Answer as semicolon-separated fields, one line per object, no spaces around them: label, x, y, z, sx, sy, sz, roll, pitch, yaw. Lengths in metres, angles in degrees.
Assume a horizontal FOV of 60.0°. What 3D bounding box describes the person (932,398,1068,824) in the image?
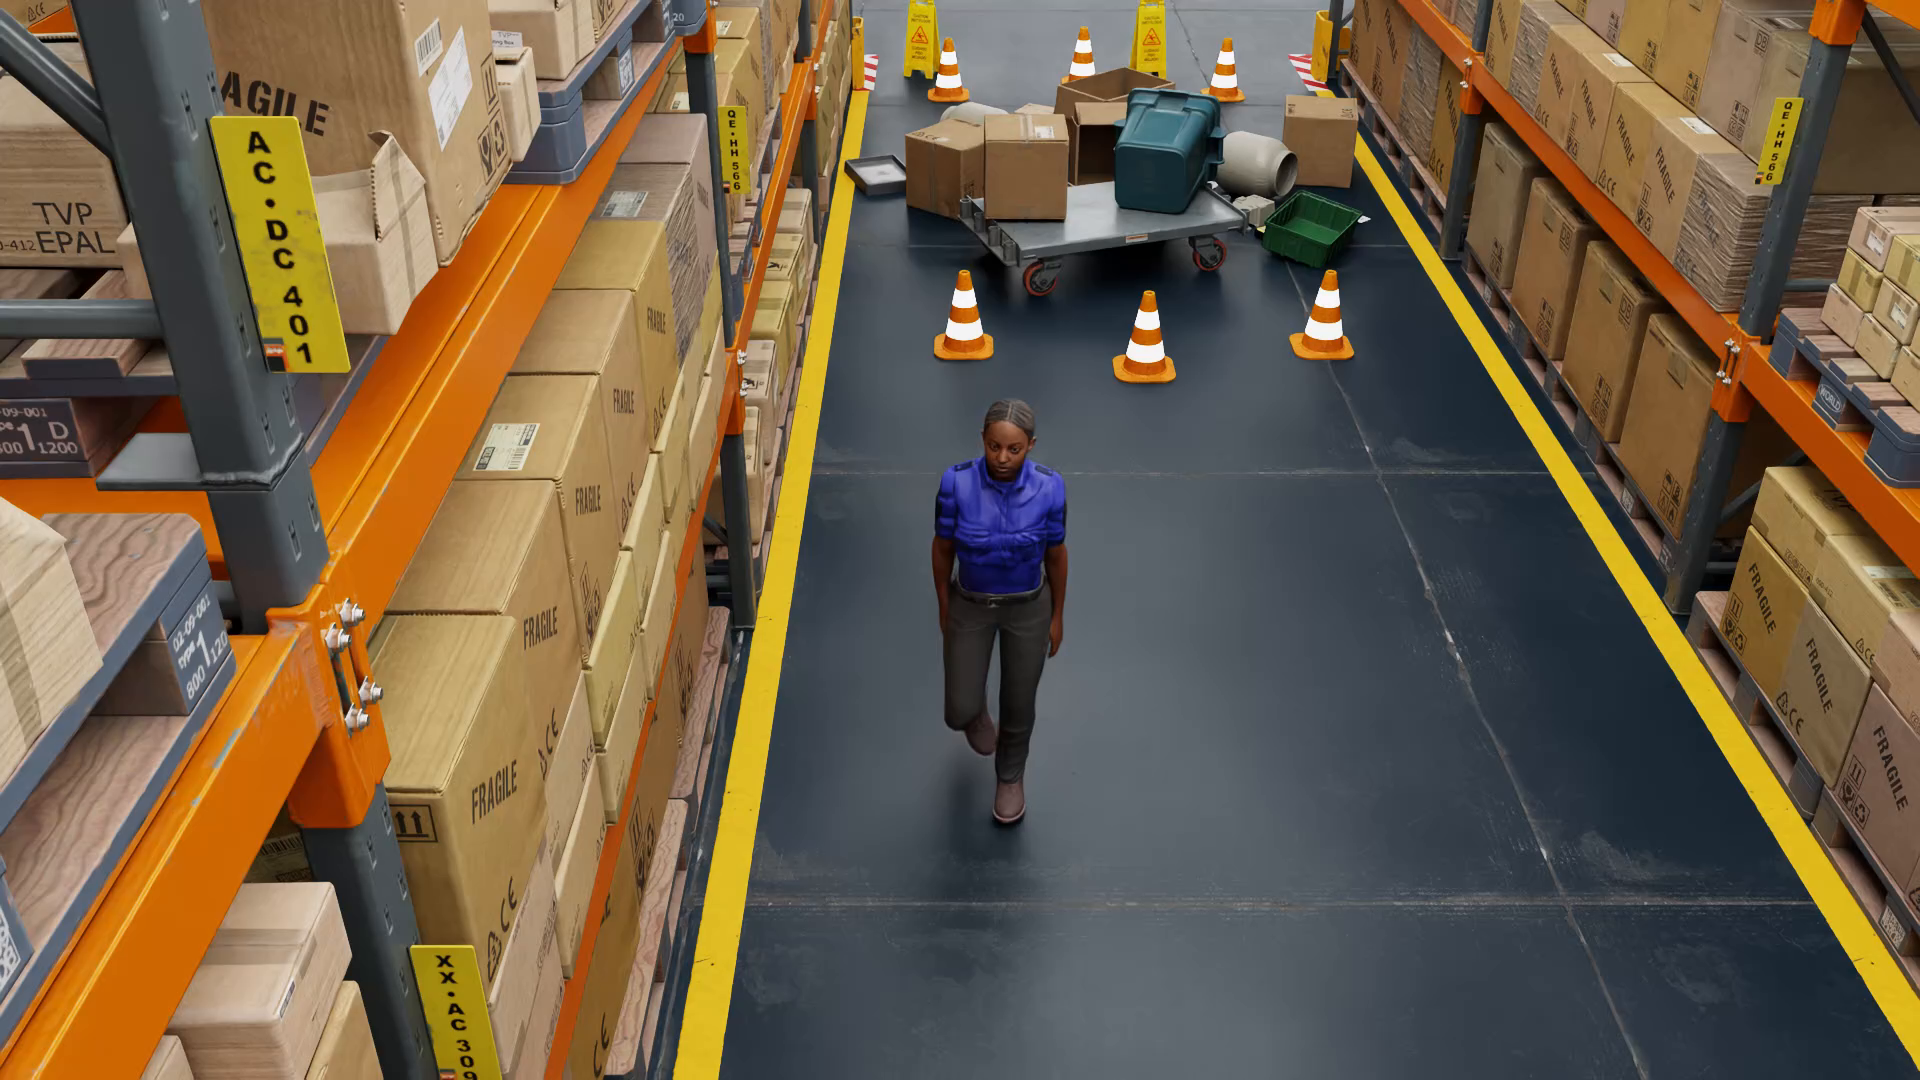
person;0.135;0.211;5.758;0.461;1.650;0.499;0;32;1
